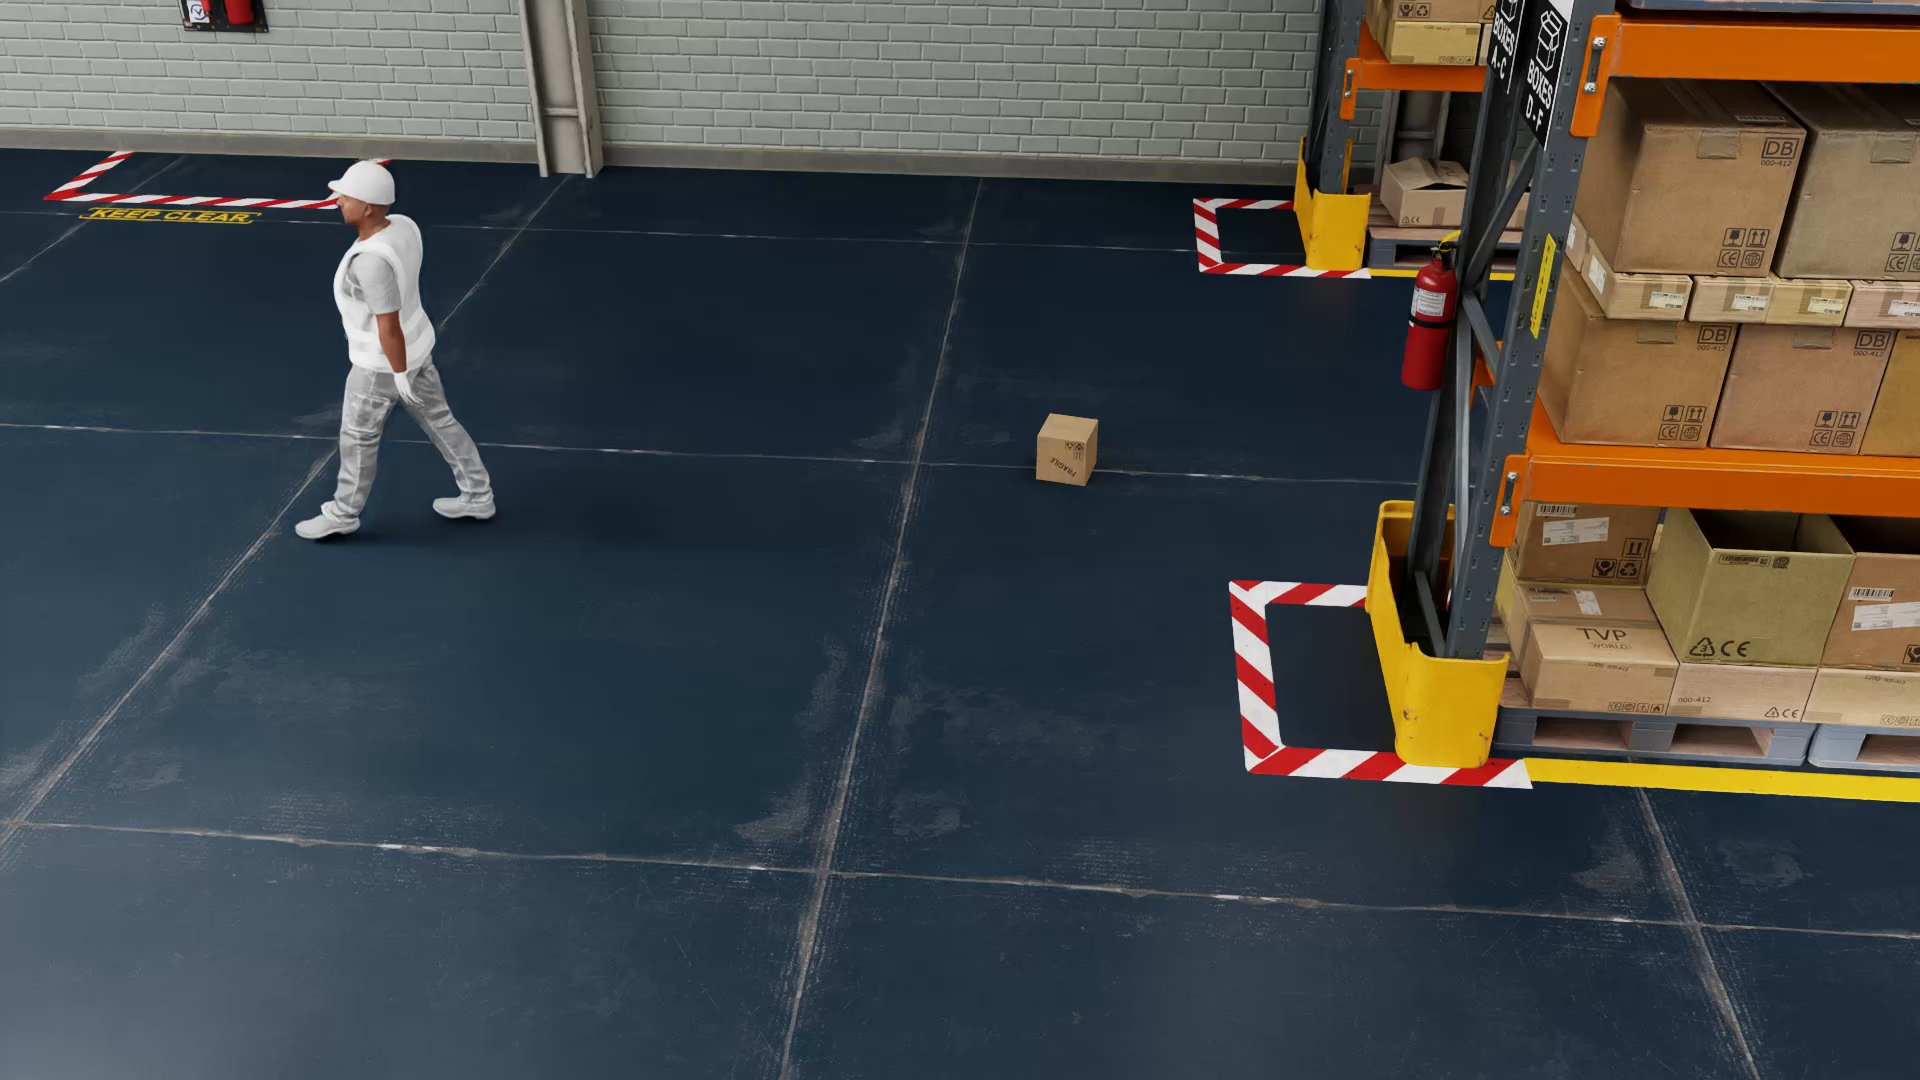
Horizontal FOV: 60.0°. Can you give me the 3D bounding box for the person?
[{"bbox_3d":[-2.663,-0.847,7.460,0.897,1.755,0.553,2,32,3],"label":"person"}]
